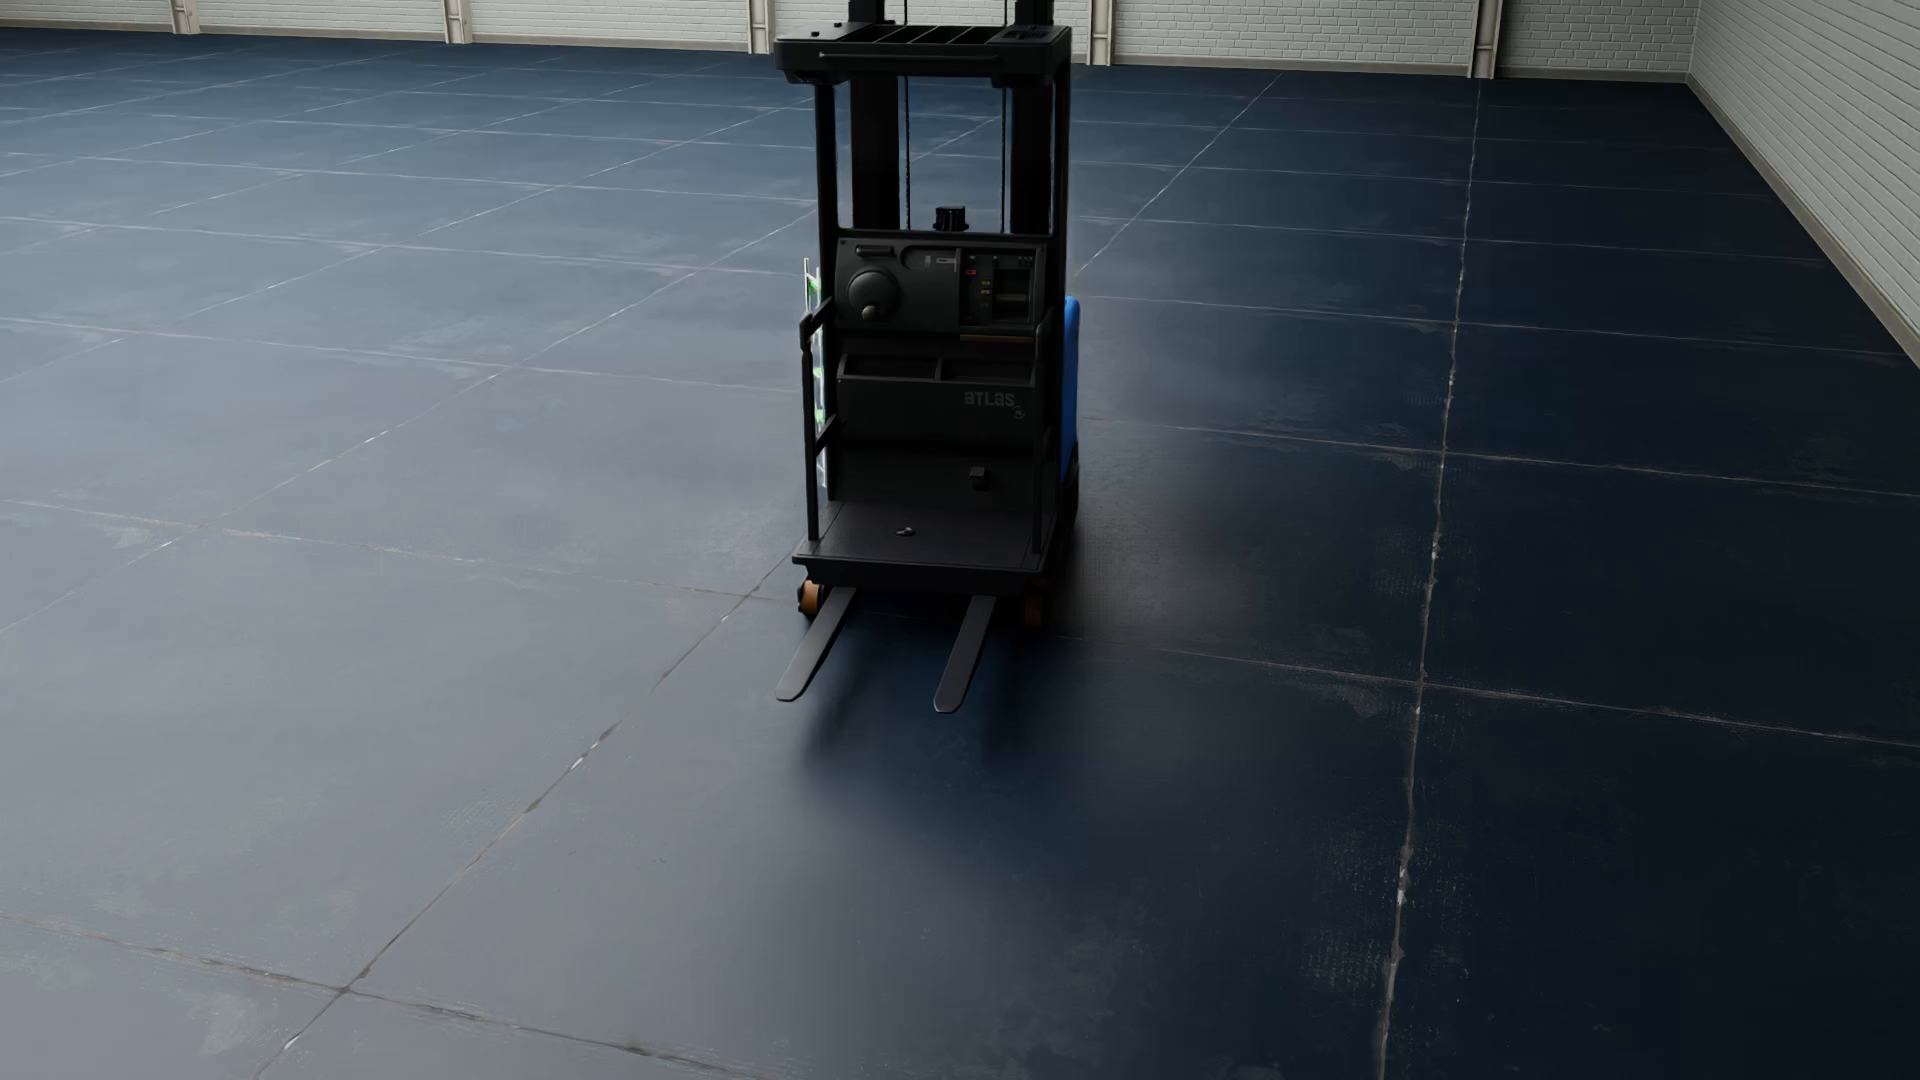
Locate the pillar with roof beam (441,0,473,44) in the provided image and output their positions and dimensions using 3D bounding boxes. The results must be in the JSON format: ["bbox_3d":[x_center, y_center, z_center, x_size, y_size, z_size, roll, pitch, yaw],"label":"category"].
[{"bbox_3d":[-10.425,-11.730,25.008,0.400,9.000,9.100,7,23,16],"label":"pillar with roof beam"}]

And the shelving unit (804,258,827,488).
[{"bbox_3d":[-0.536,-0.912,8.912,0.503,1.200,0.258,-9,24,-20],"label":"shelving unit"}]

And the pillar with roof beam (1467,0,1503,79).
[{"bbox_3d":[6.807,-9.756,20.197,0.400,9.000,9.100,7,23,16],"label":"pillar with roof beam"}]

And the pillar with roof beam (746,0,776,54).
[{"bbox_3d":[-4.681,-11.072,23.404,0.400,9.000,9.100,7,23,16],"label":"pillar with roof beam"}]

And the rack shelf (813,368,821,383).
[{"bbox_3d":[-0.536,-0.853,8.937,0.480,0.148,0.258,-9,24,-20],"label":"rack shelf"}]

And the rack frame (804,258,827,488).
[{"bbox_3d":[-0.763,-0.877,8.828,0.015,1.200,0.240,-9,24,-20],"label":"rack frame"}]

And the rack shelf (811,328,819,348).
[{"bbox_3d":[-0.536,-1.075,8.845,0.480,0.148,0.258,-9,24,-20],"label":"rack shelf"}]

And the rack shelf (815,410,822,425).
[{"bbox_3d":[-0.536,-0.631,9.028,0.480,0.148,0.258,-9,24,-20],"label":"rack shelf"}]

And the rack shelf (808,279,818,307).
[{"bbox_3d":[-0.536,-1.297,8.754,0.480,0.148,0.258,-9,24,-20],"label":"rack shelf"}]

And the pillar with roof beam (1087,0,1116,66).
[{"bbox_3d":[1.063,-10.414,21.801,0.400,9.000,9.100,7,23,16],"label":"pillar with roof beam"}]

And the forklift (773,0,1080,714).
[{"bbox_3d":[-0.117,-1.100,7.090,1.130,2.935,3.031,3,23,8],"label":"forklift"}]

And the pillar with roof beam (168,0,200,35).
[{"bbox_3d":[-16.170,-12.387,26.611,0.400,9.000,9.100,7,23,16],"label":"pillar with roof beam"}]
